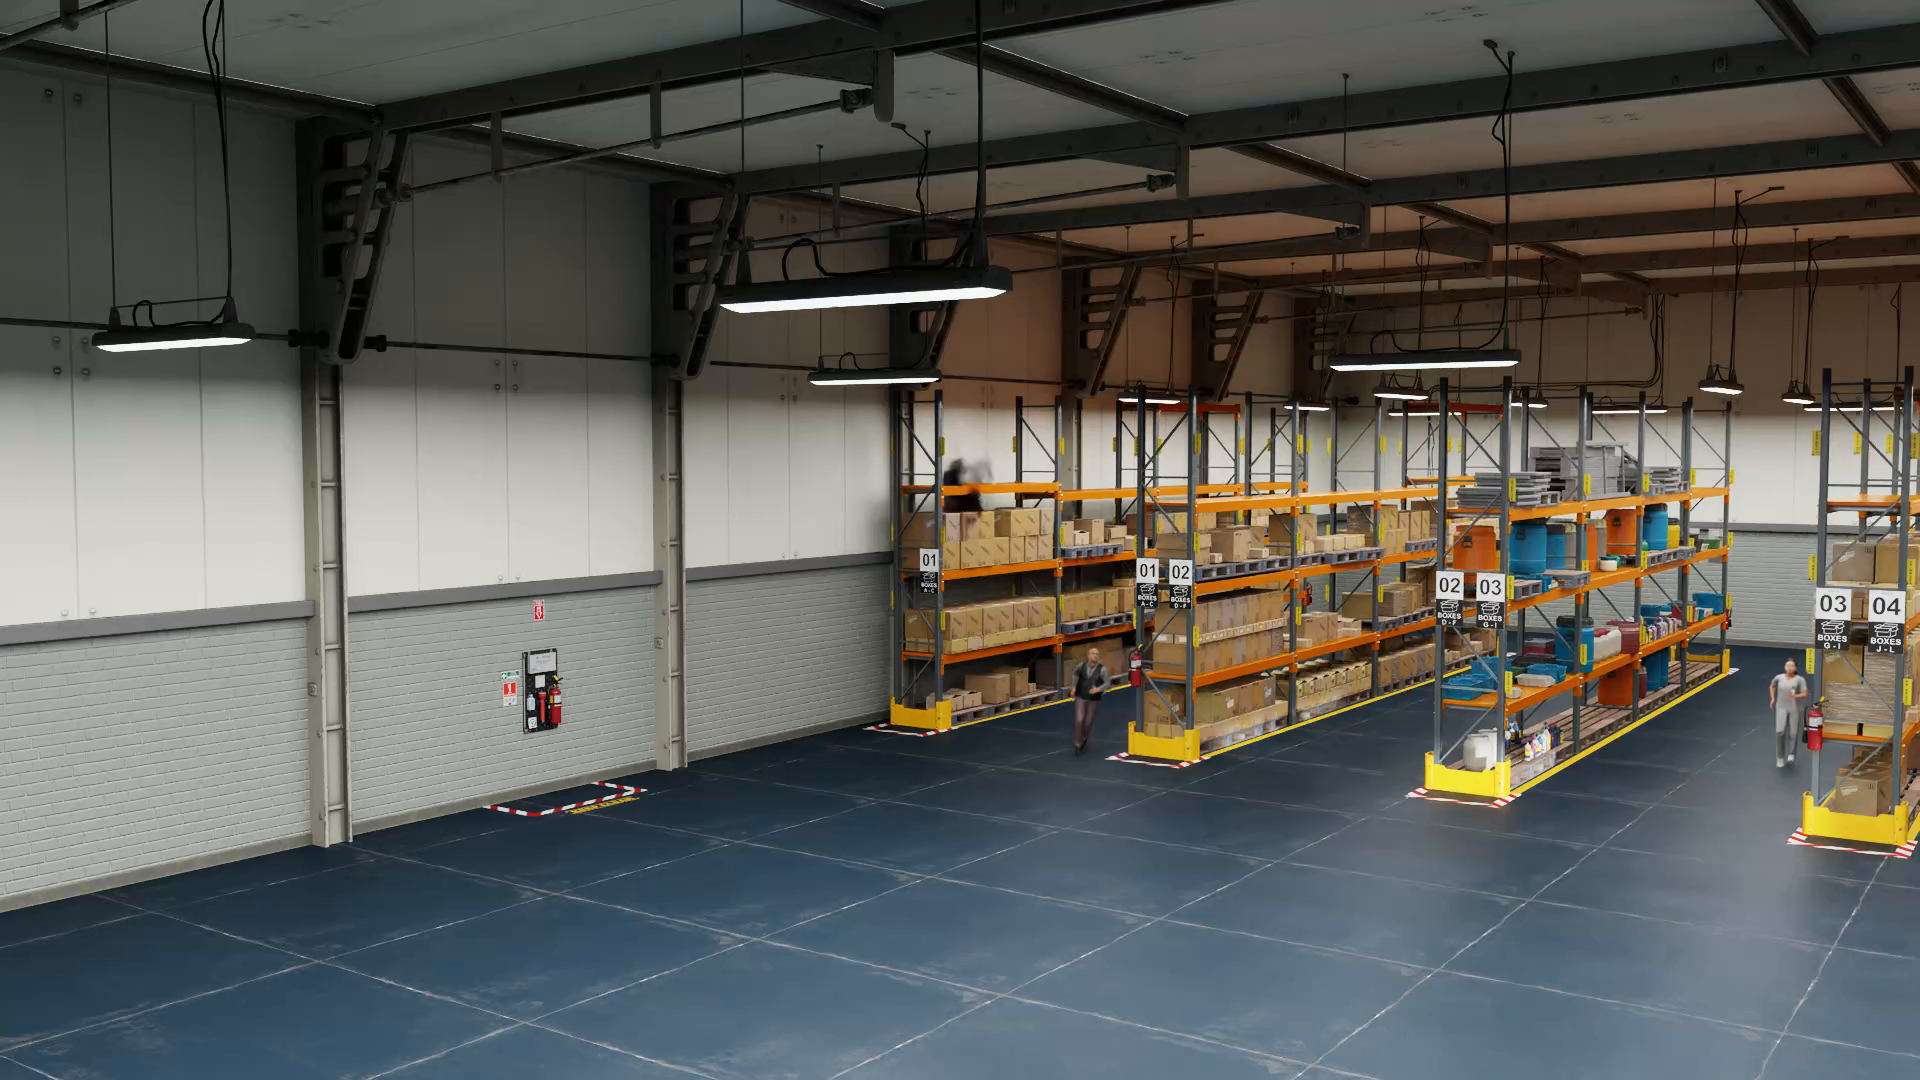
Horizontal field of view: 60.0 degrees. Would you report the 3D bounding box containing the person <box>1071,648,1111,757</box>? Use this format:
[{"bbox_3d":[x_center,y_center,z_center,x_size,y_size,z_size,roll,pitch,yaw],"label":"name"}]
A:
[{"bbox_3d":[2.132,2.624,27.174,0.652,1.726,0.828,0,3,5],"label":"person"}]

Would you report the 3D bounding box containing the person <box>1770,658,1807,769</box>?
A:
[{"bbox_3d":[12.948,2.704,26.007,0.531,1.720,0.738,2,4,28],"label":"person"}]
